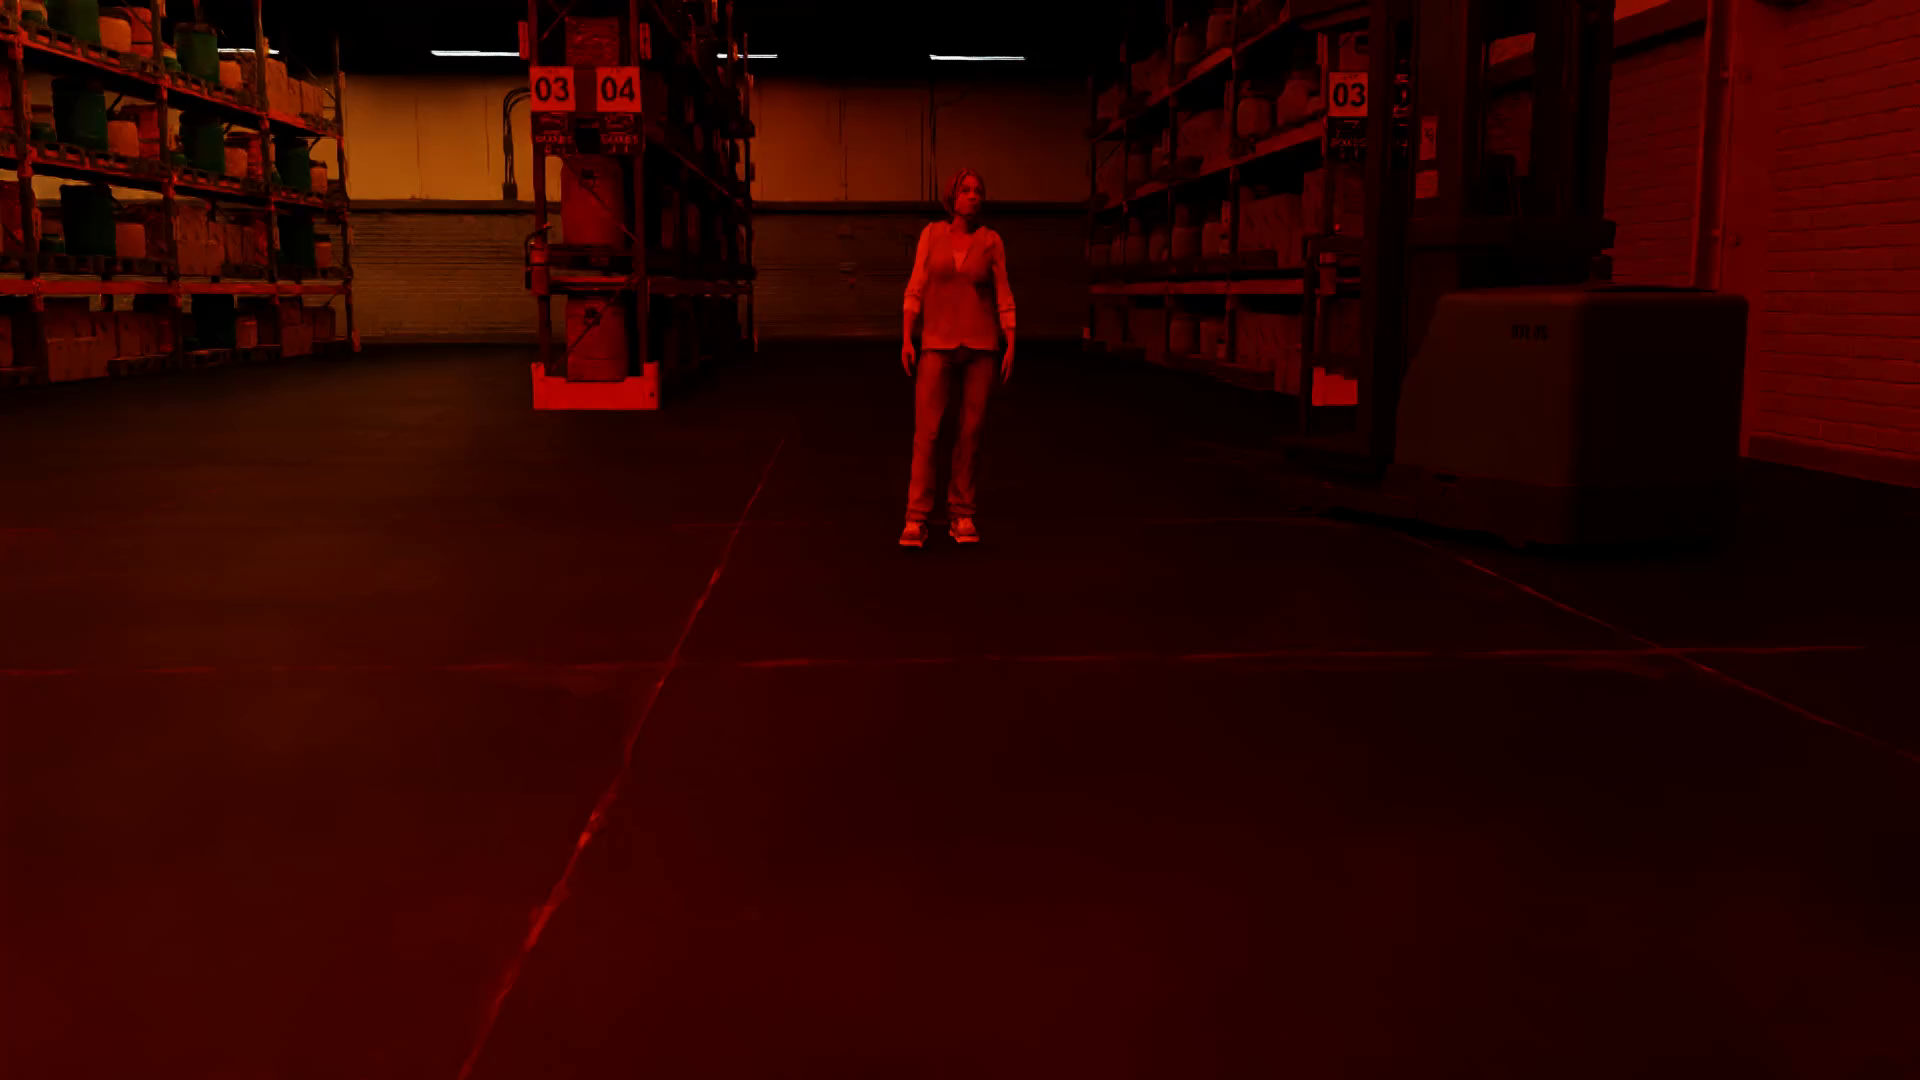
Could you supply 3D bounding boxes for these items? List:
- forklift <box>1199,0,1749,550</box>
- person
[{"bbox_3d":[2.266,-1.588,8.026,1.130,2.935,3.031,-4,9,-23],"label":"forklift"},{"bbox_3d":[-0.009,-0.786,7.118,0.521,1.597,0.474,-1,8,-4],"label":"person"}]
